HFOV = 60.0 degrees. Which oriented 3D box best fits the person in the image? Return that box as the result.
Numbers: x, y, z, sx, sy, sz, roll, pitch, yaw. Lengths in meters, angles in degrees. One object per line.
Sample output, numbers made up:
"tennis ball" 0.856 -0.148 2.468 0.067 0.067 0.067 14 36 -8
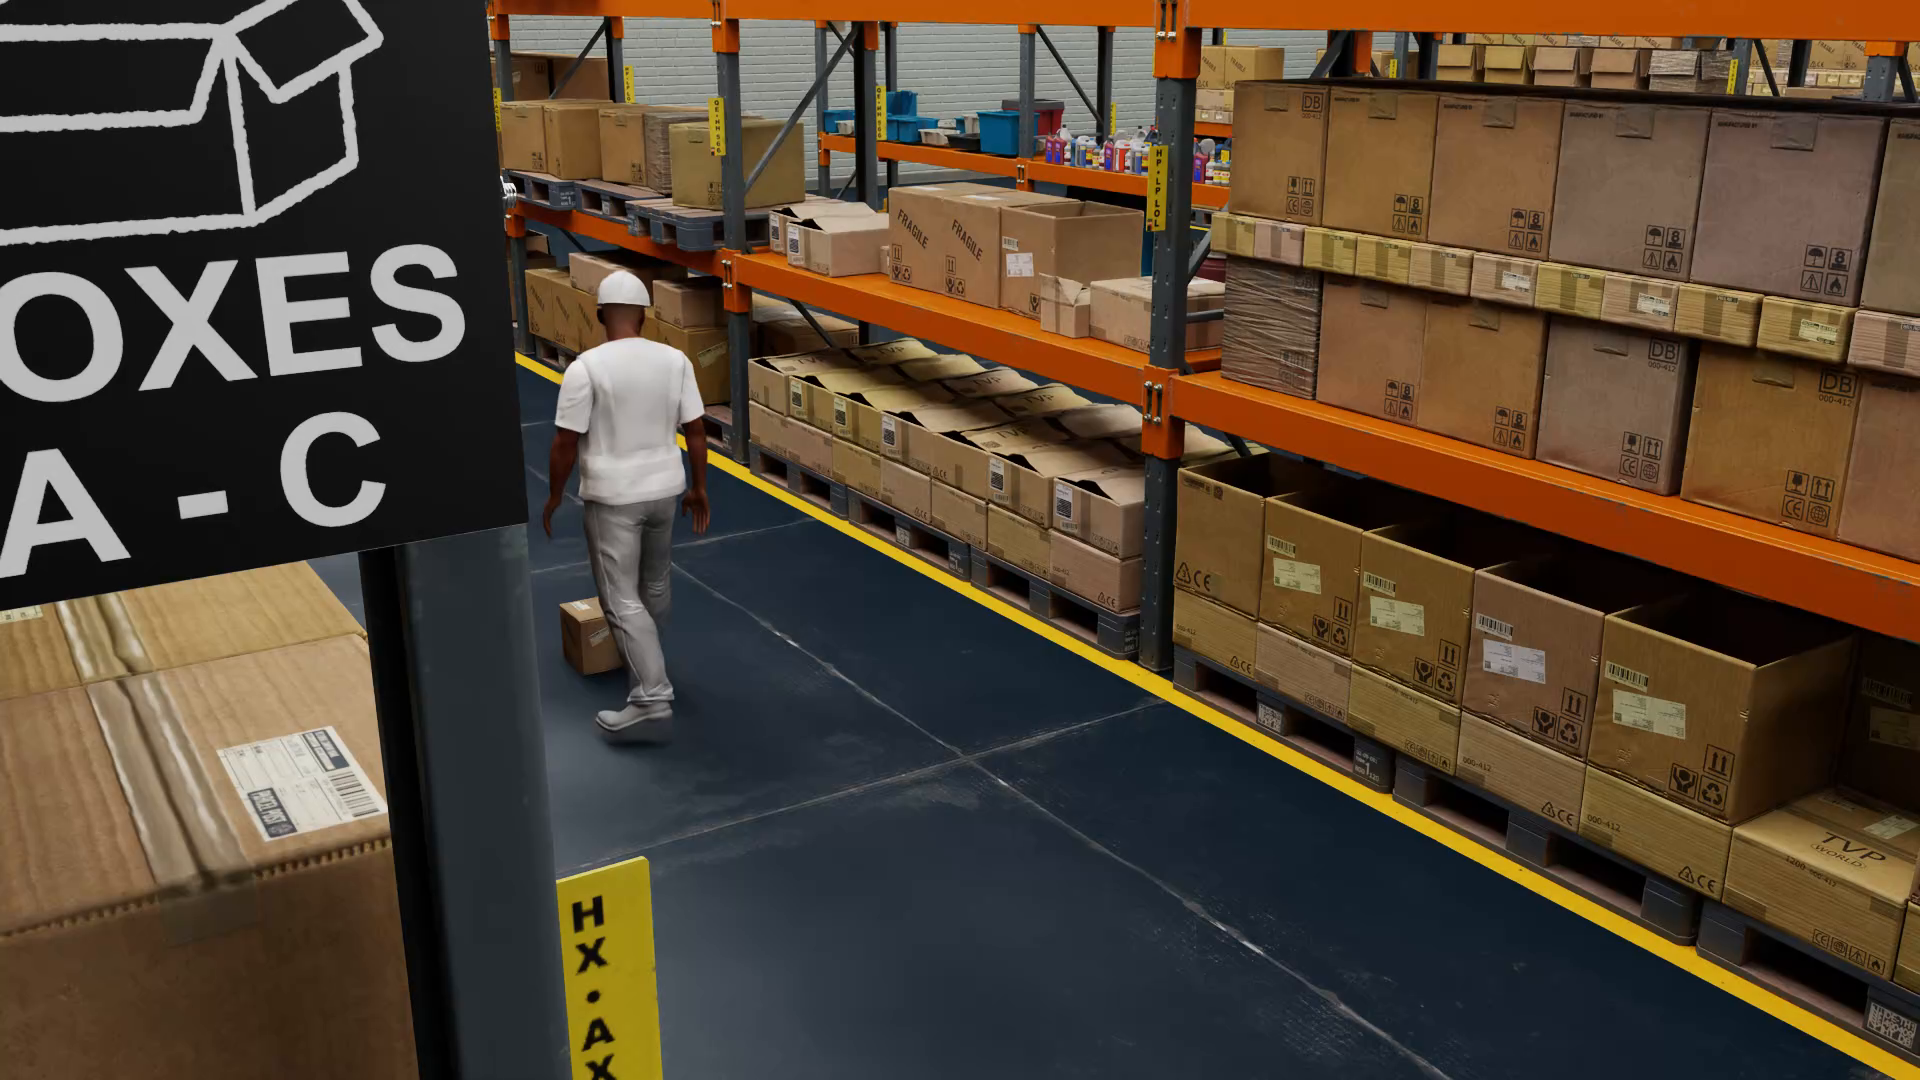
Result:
"person" -1.322 -0.178 6.578 0.661 1.745 0.939 -15 23 -39
